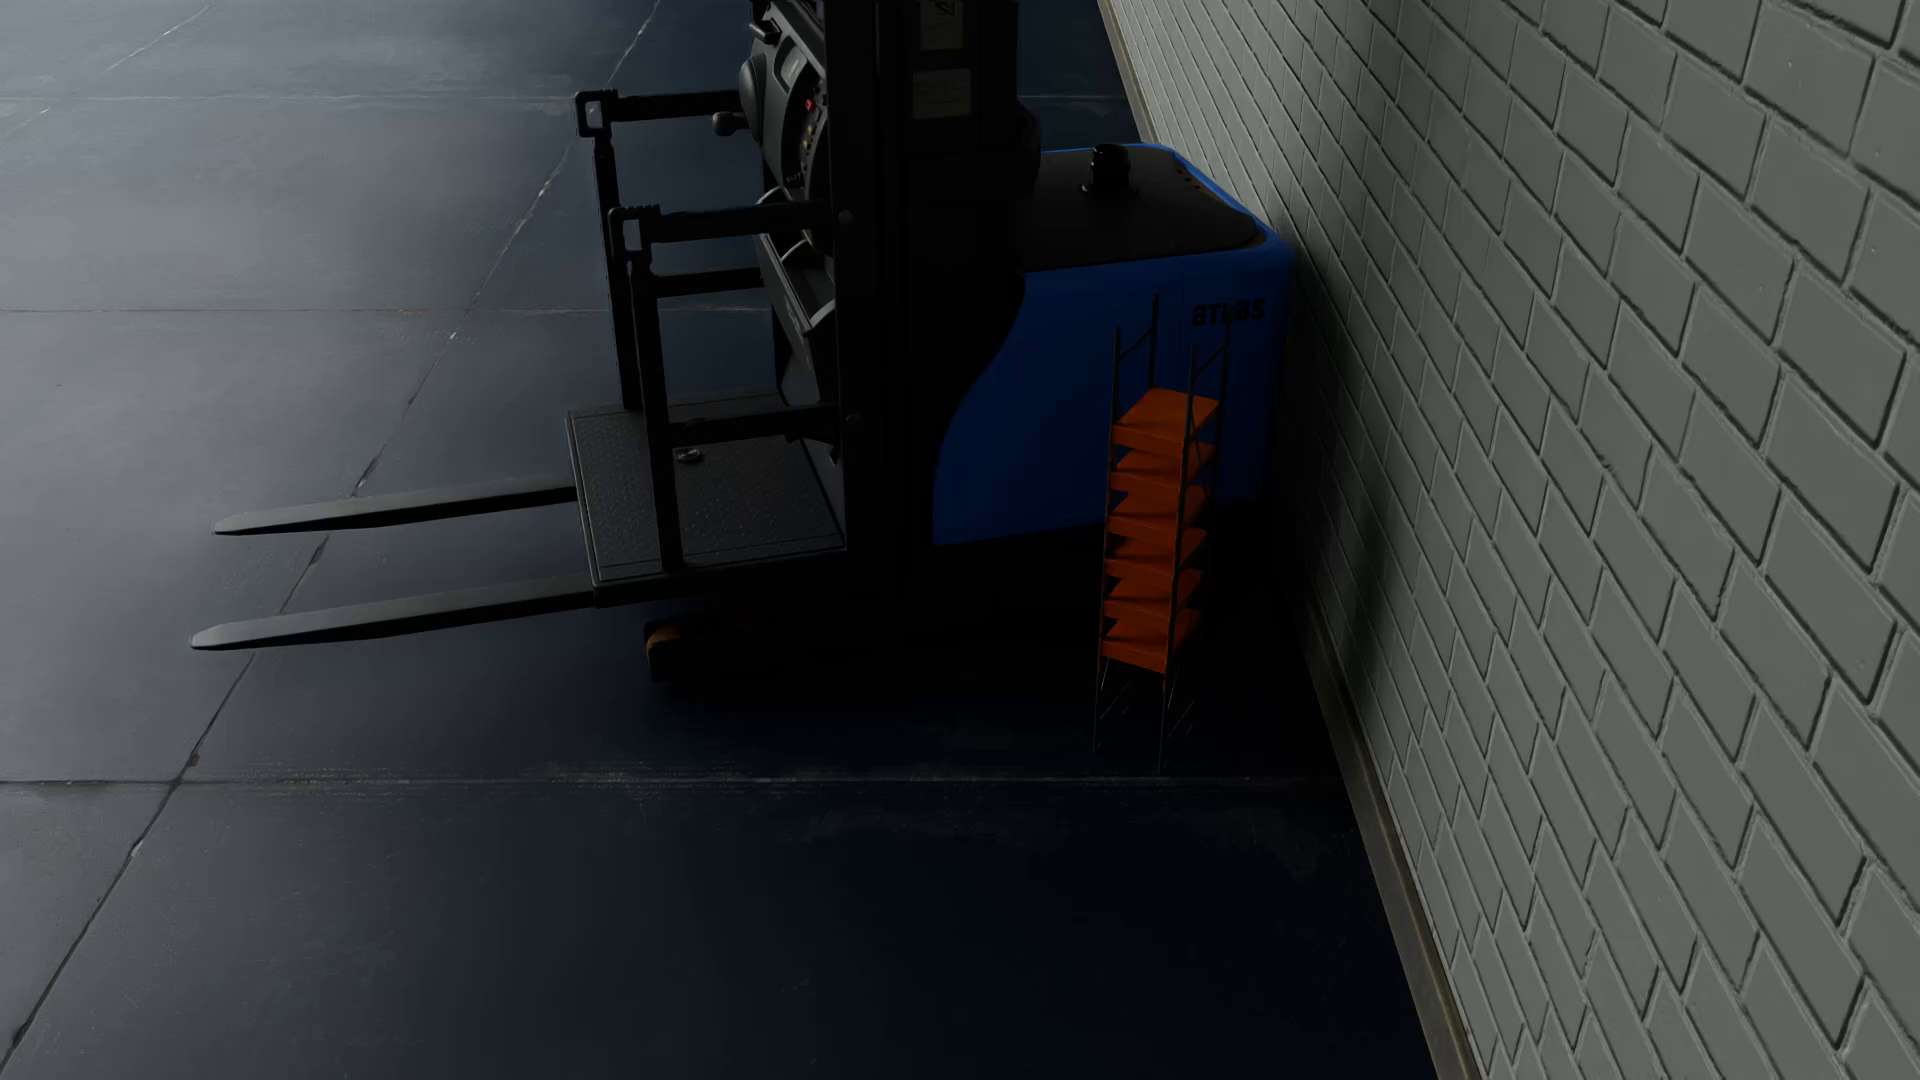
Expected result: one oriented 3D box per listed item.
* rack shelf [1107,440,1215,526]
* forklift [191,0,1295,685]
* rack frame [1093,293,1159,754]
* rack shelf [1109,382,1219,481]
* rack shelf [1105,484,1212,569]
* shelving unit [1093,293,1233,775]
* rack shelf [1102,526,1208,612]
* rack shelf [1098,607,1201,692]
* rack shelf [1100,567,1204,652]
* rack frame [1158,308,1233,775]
[{"bbox_3d":[0.486,-0.155,3.972,0.180,0.103,0.258,16,35,24],"label":"rack shelf"},{"bbox_3d":[-0.646,-1.159,4.335,3.031,2.935,1.130,-8,32,-13],"label":"forklift"},{"bbox_3d":[0.406,-0.011,4.111,0.006,1.200,0.240,16,35,24],"label":"rack frame"},{"bbox_3d":[0.486,-0.258,3.910,0.180,0.103,0.258,16,35,24],"label":"rack shelf"},{"bbox_3d":[0.486,-0.053,4.035,0.180,0.103,0.258,16,35,24],"label":"rack shelf"},{"bbox_3d":[0.486,0.012,4.074,0.189,1.200,0.258,16,35,24],"label":"shelving unit"},{"bbox_3d":[0.486,0.050,4.097,0.180,0.103,0.258,16,35,24],"label":"rack shelf"},{"bbox_3d":[0.486,0.255,4.221,0.180,0.103,0.258,16,35,24],"label":"rack shelf"},{"bbox_3d":[0.486,0.152,4.159,0.180,0.103,0.258,16,35,24],"label":"rack shelf"},{"bbox_3d":[0.566,0.035,4.036,0.006,1.200,0.240,16,35,24],"label":"rack frame"}]
